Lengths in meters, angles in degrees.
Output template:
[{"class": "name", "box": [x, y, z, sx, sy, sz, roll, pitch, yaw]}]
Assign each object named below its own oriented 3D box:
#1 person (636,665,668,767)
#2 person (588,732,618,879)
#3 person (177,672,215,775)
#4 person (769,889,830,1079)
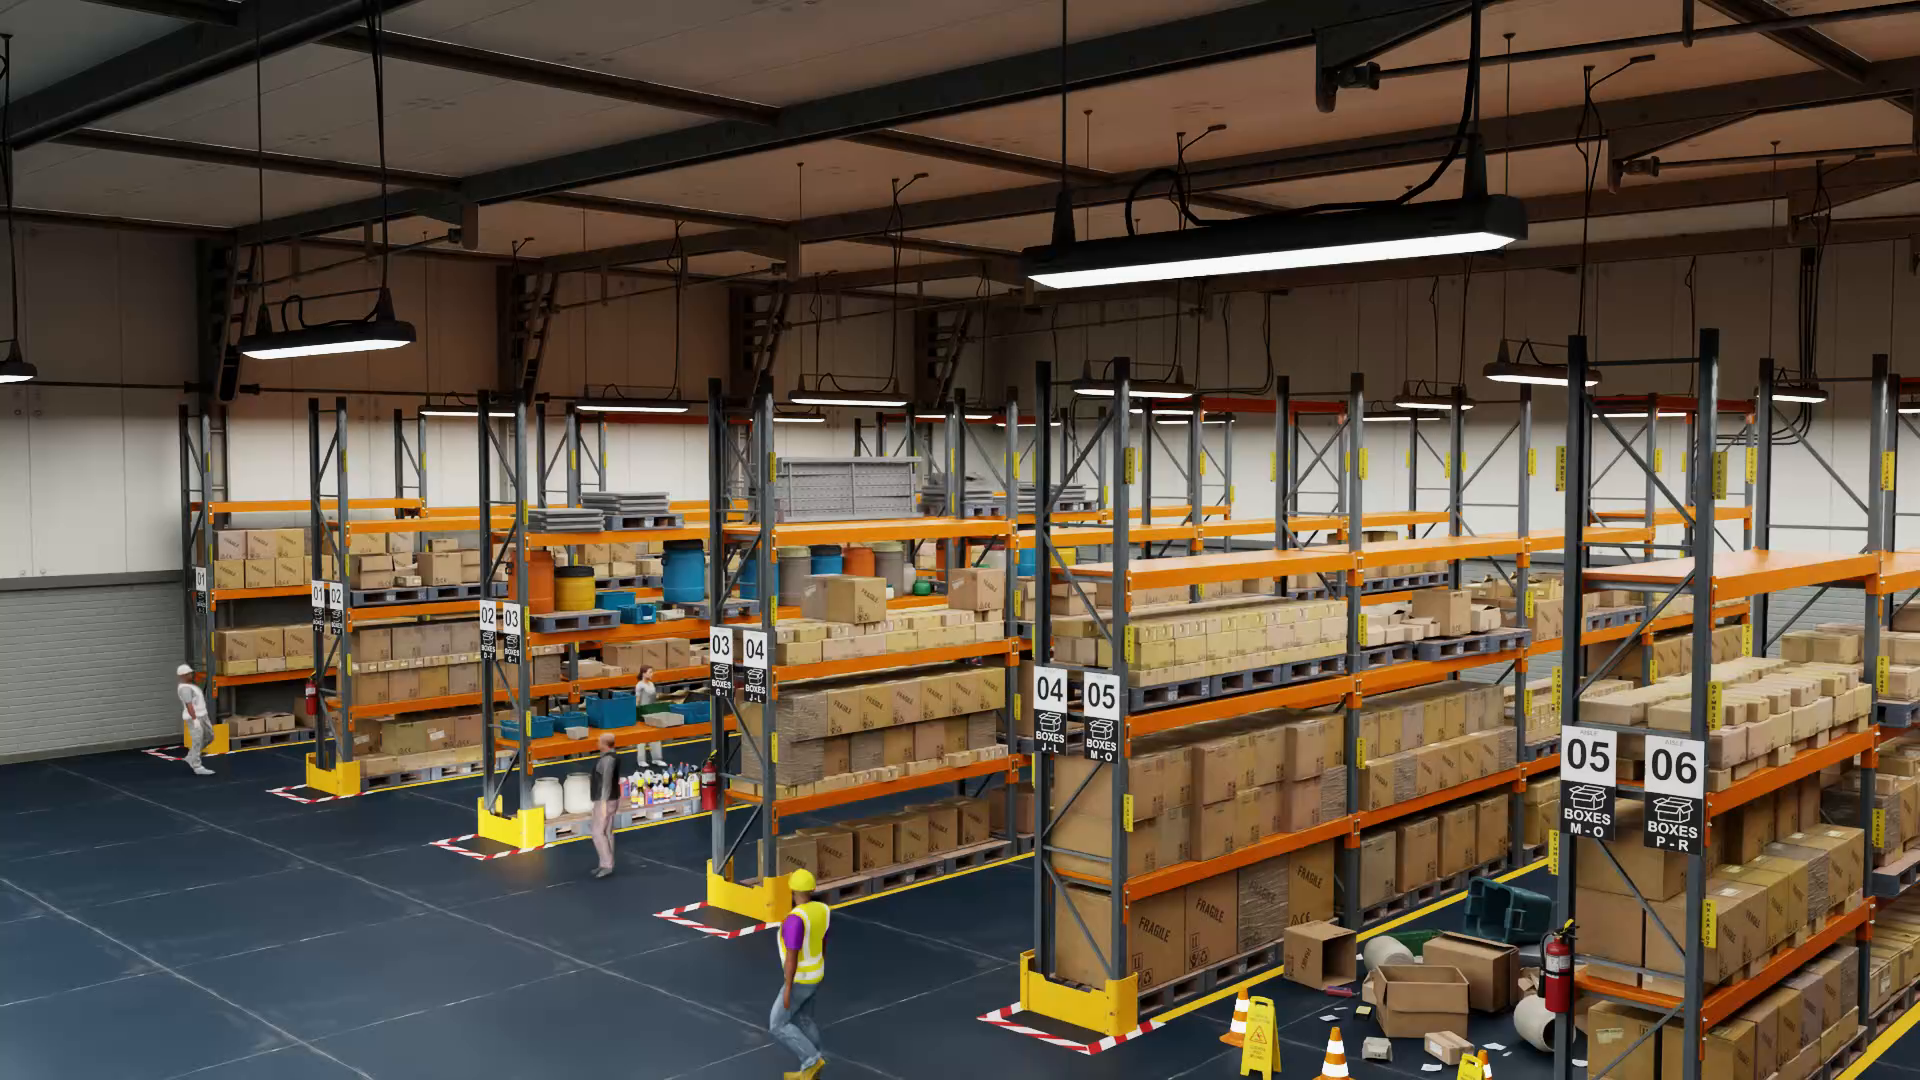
[{"class": "person", "box": [-1.834, 2.816, 29.039, 4.414, 1.703, 6.736, 2, 3, 30]}, {"class": "person", "box": [-4.382, 3.242, 20.368, 0.369, 1.767, 0.544, 0, 3, -4]}, {"class": "person", "box": [0.113, 2.341, 19.913, 24.038, 3.560, 16.667, 0, 3, -5]}, {"class": "person", "box": [-1.298, 3.618, 13.468, 0.470, 1.640, 0.590, 0, 3, 0]}]
